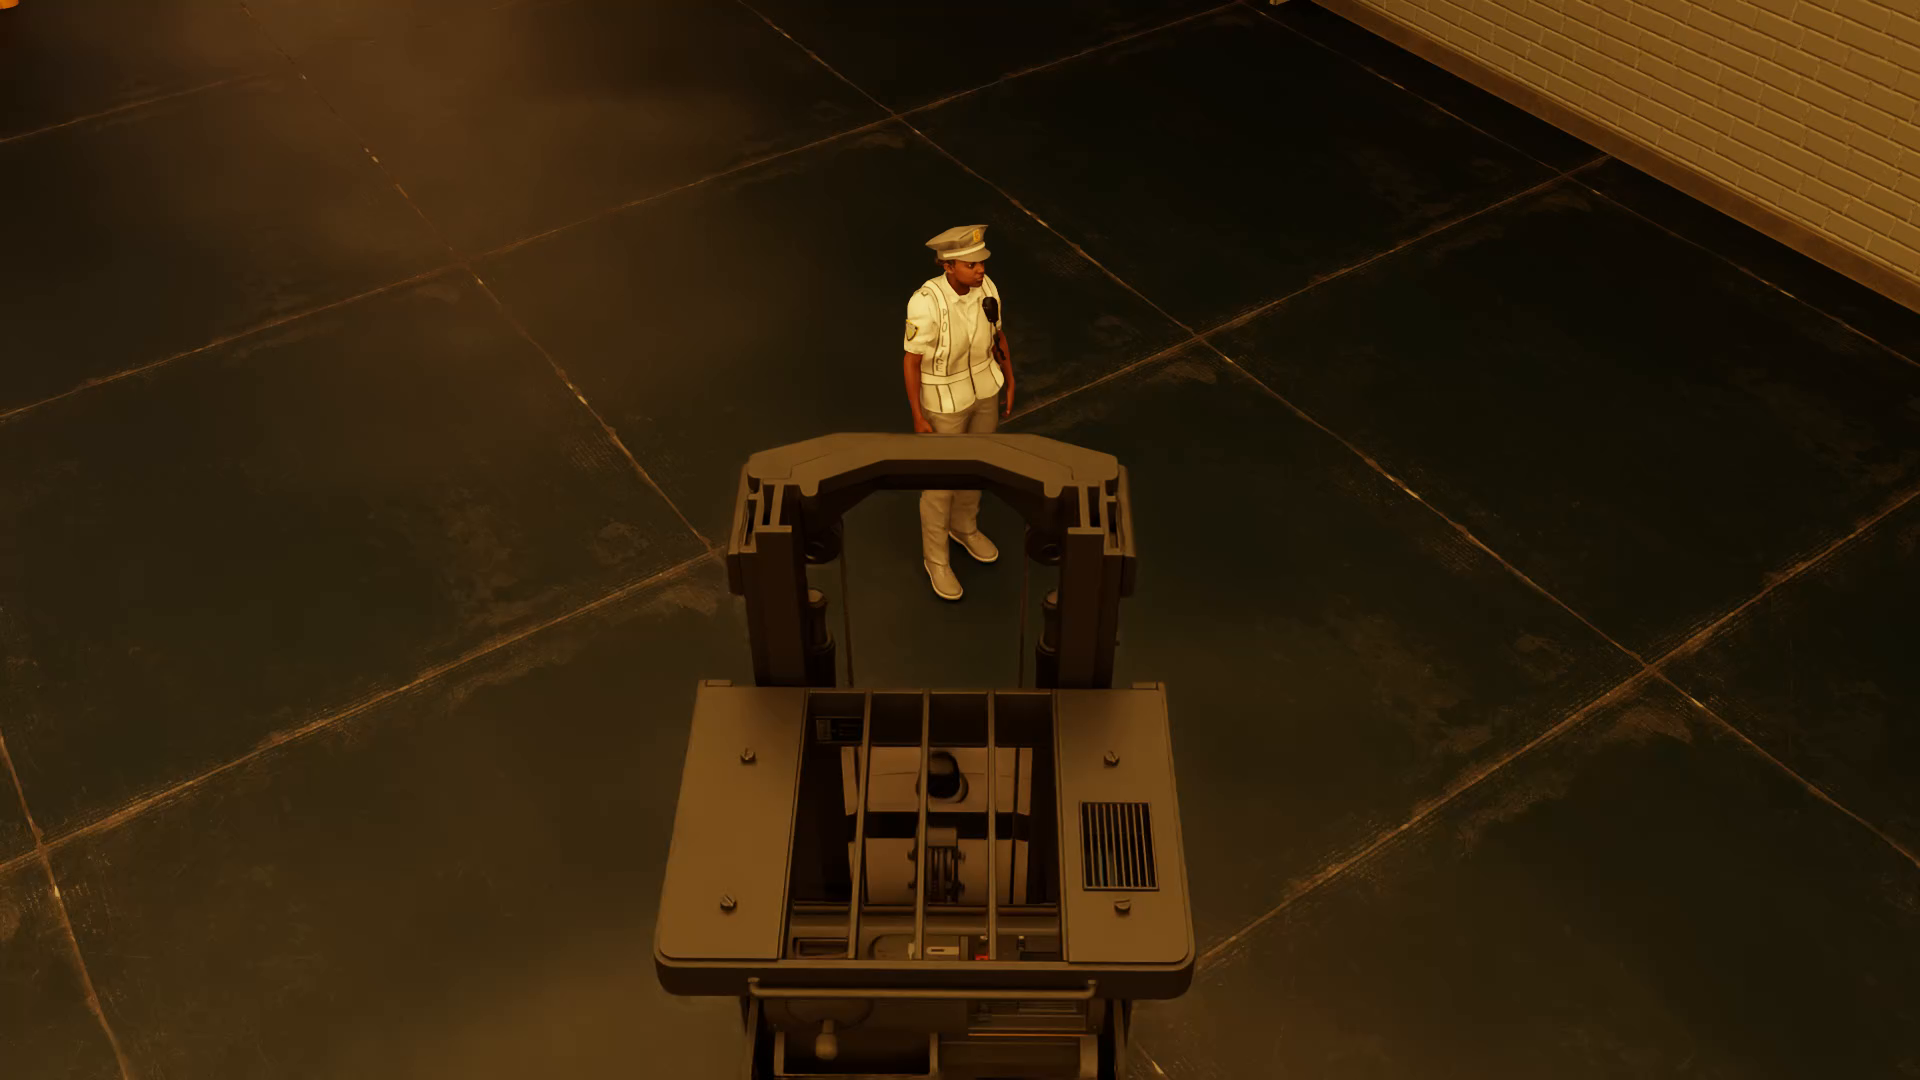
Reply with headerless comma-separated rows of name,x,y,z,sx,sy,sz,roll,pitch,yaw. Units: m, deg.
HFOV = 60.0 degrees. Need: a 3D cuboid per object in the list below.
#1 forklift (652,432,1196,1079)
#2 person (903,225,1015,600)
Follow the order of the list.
forklift,-0.068,1.287,4.318,1.130,2.935,3.031,0,43,0
person,0.027,-0.579,7.245,0.570,1.697,0.528,-25,48,-25
